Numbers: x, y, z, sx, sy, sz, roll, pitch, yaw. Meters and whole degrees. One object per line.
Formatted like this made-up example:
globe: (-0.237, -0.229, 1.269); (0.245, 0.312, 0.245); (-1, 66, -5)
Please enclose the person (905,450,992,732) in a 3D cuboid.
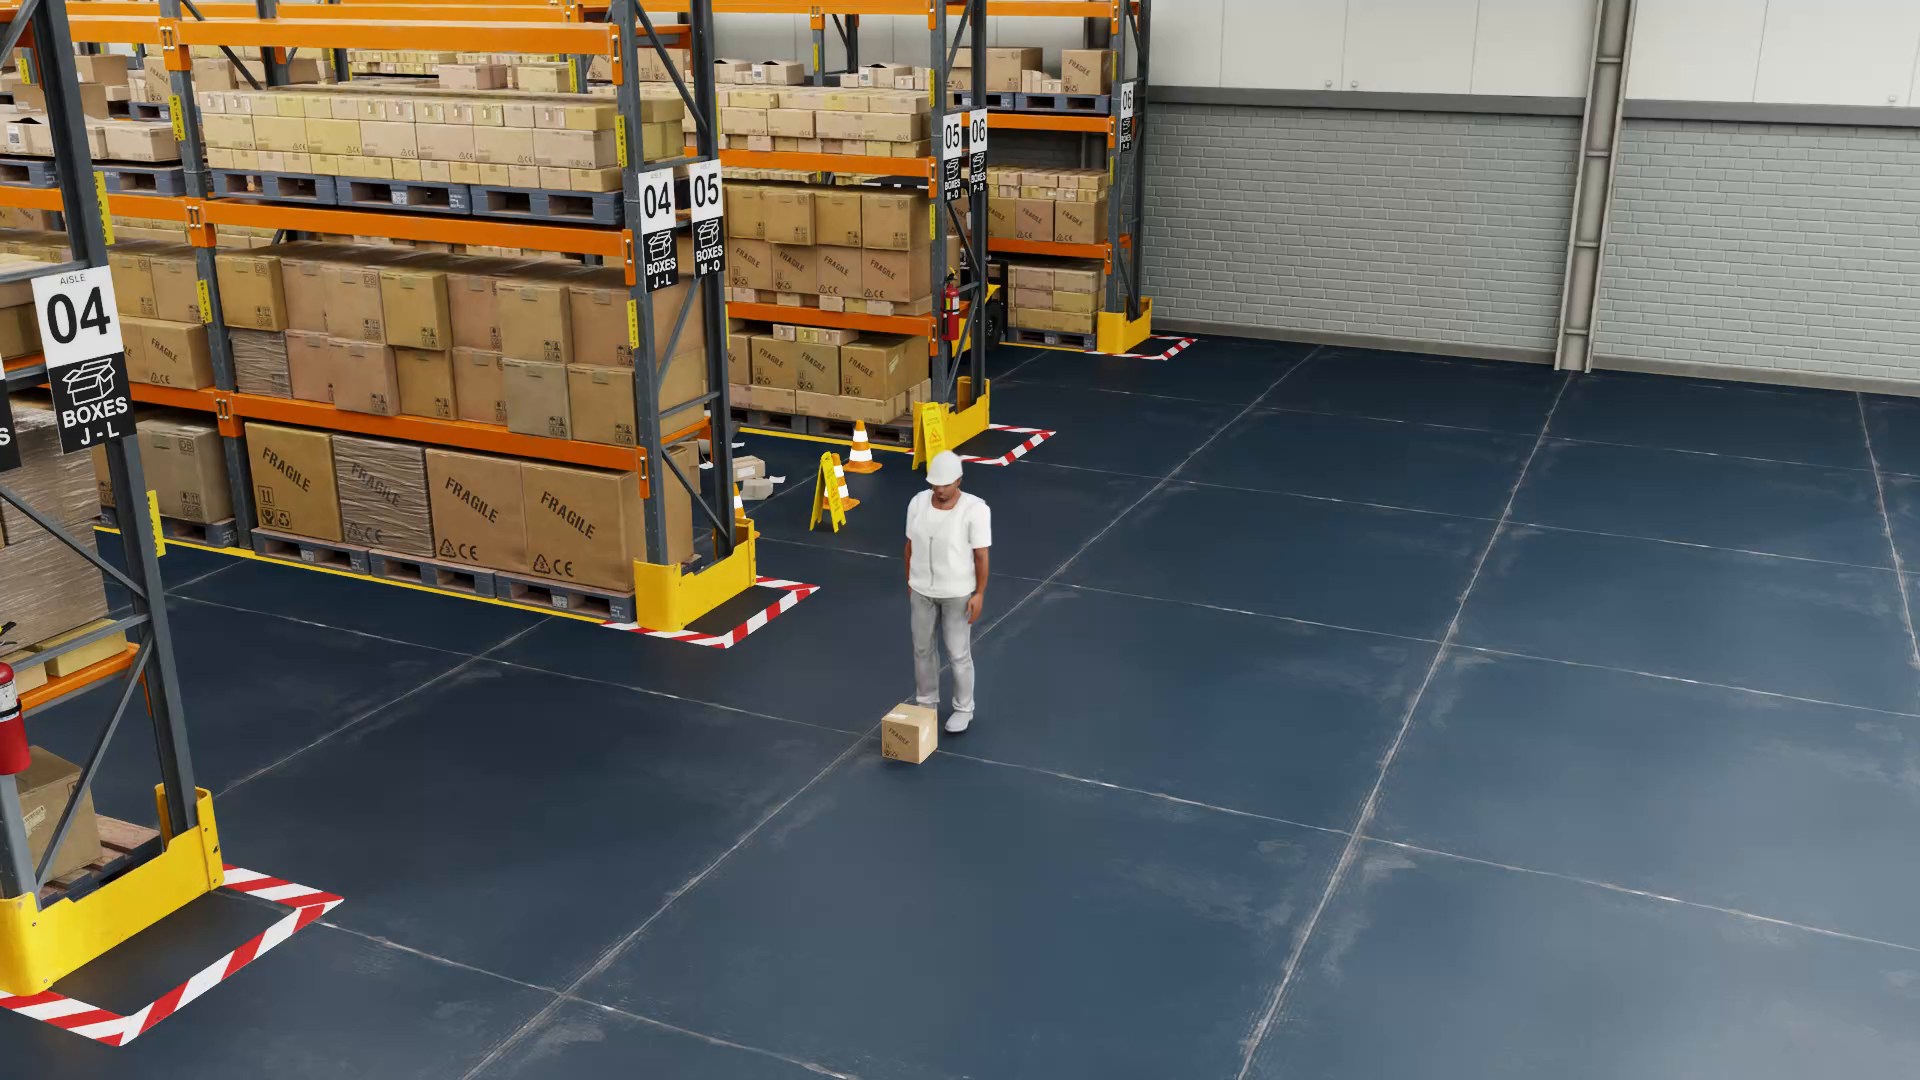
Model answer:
person: (-0.089, 0.300, 10.154); (0.566, 1.762, 0.364); (9, 21, 24)
